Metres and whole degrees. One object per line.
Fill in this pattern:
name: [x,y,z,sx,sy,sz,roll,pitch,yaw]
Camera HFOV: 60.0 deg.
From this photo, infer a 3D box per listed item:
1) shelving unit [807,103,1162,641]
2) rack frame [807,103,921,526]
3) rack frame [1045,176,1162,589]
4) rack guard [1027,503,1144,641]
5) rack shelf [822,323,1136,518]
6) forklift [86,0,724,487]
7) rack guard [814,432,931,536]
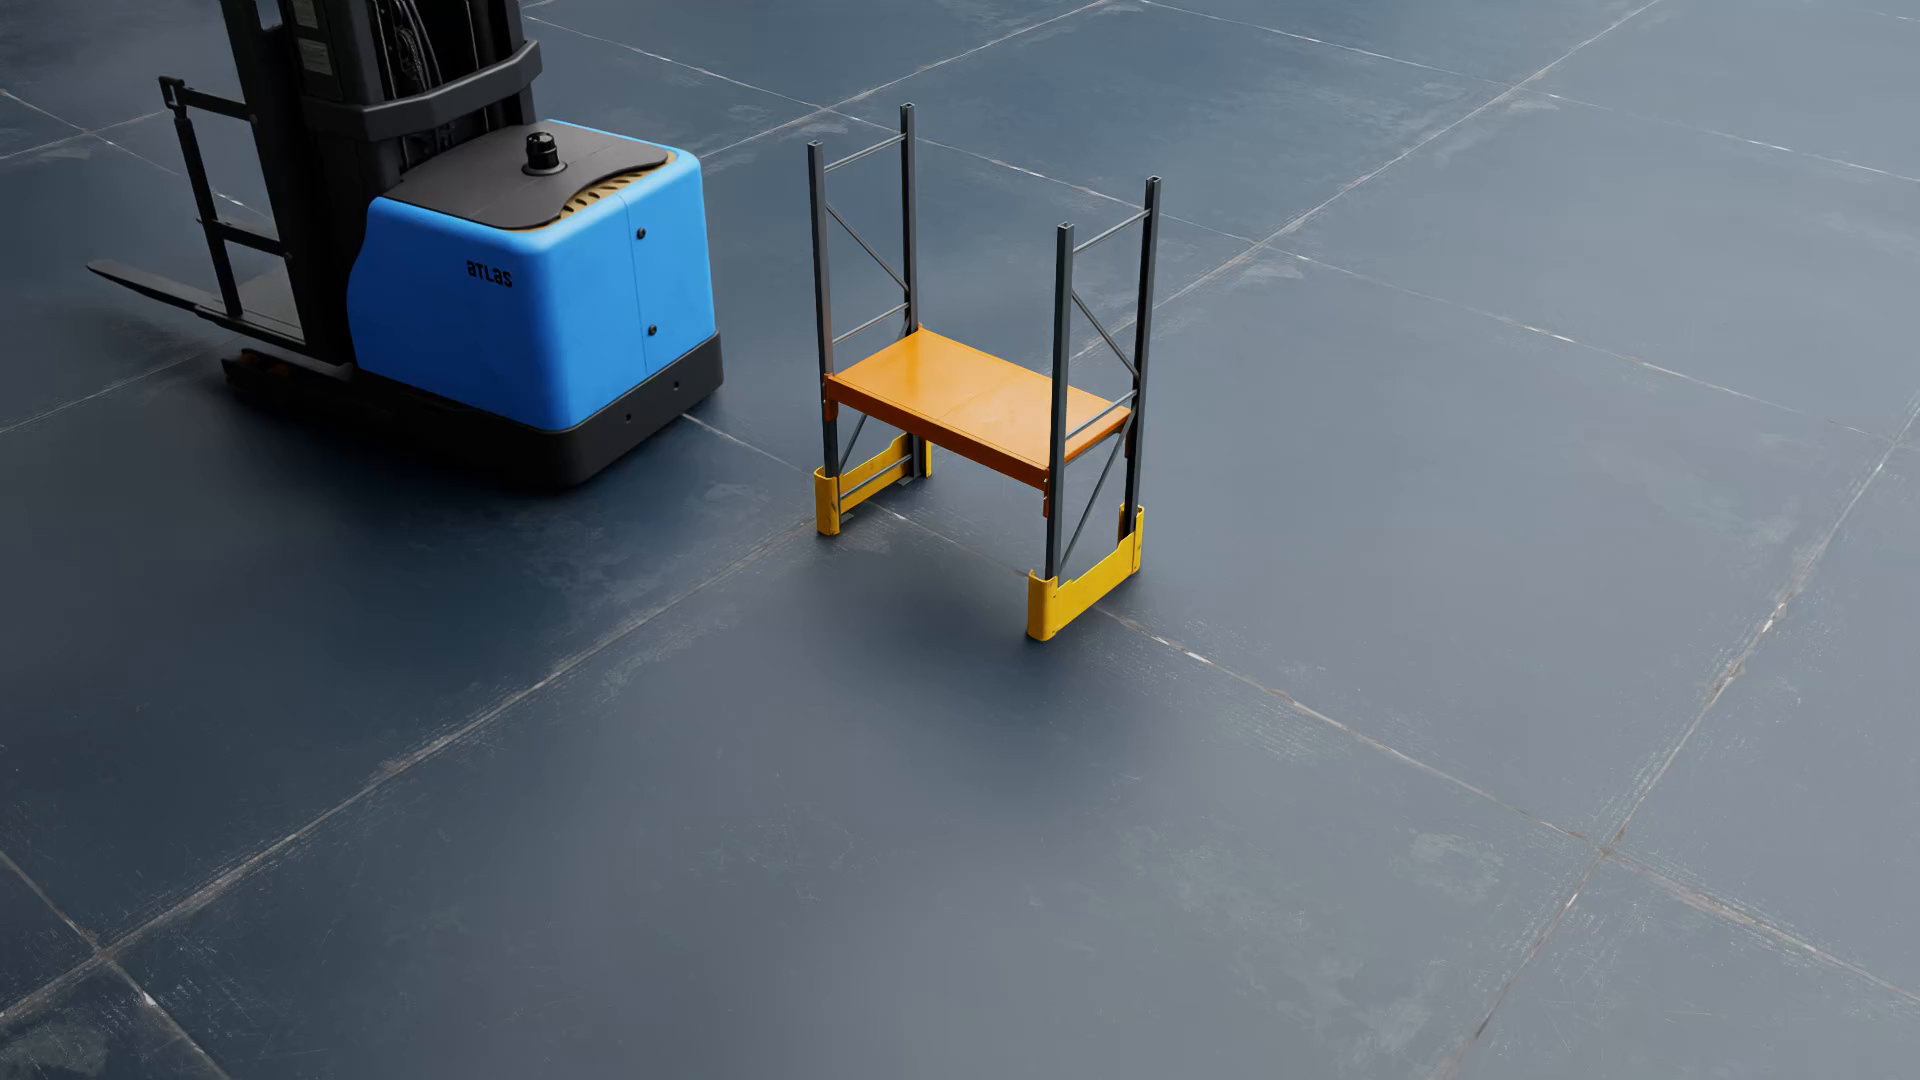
shelving unit: [0.059,-0.591,5.711,1.083,1.500,0.587,25,42,32]
rack frame: [-0.325,-0.771,5.974,0.032,1.500,0.500,25,42,32]
rack frame: [0.456,-0.403,5.438,0.032,1.500,0.500,25,42,32]
rack guard: [0.441,0.105,5.802,0.087,0.250,0.587,25,42,32]
rack shelf: [0.066,-0.439,5.808,1.000,0.185,0.538,25,42,32]
forklift: [-2.531,-2.016,6.522,3.031,2.935,1.130,18,38,25]
rack guard: [-0.324,-0.256,6.327,0.087,0.250,0.587,25,42,32]
